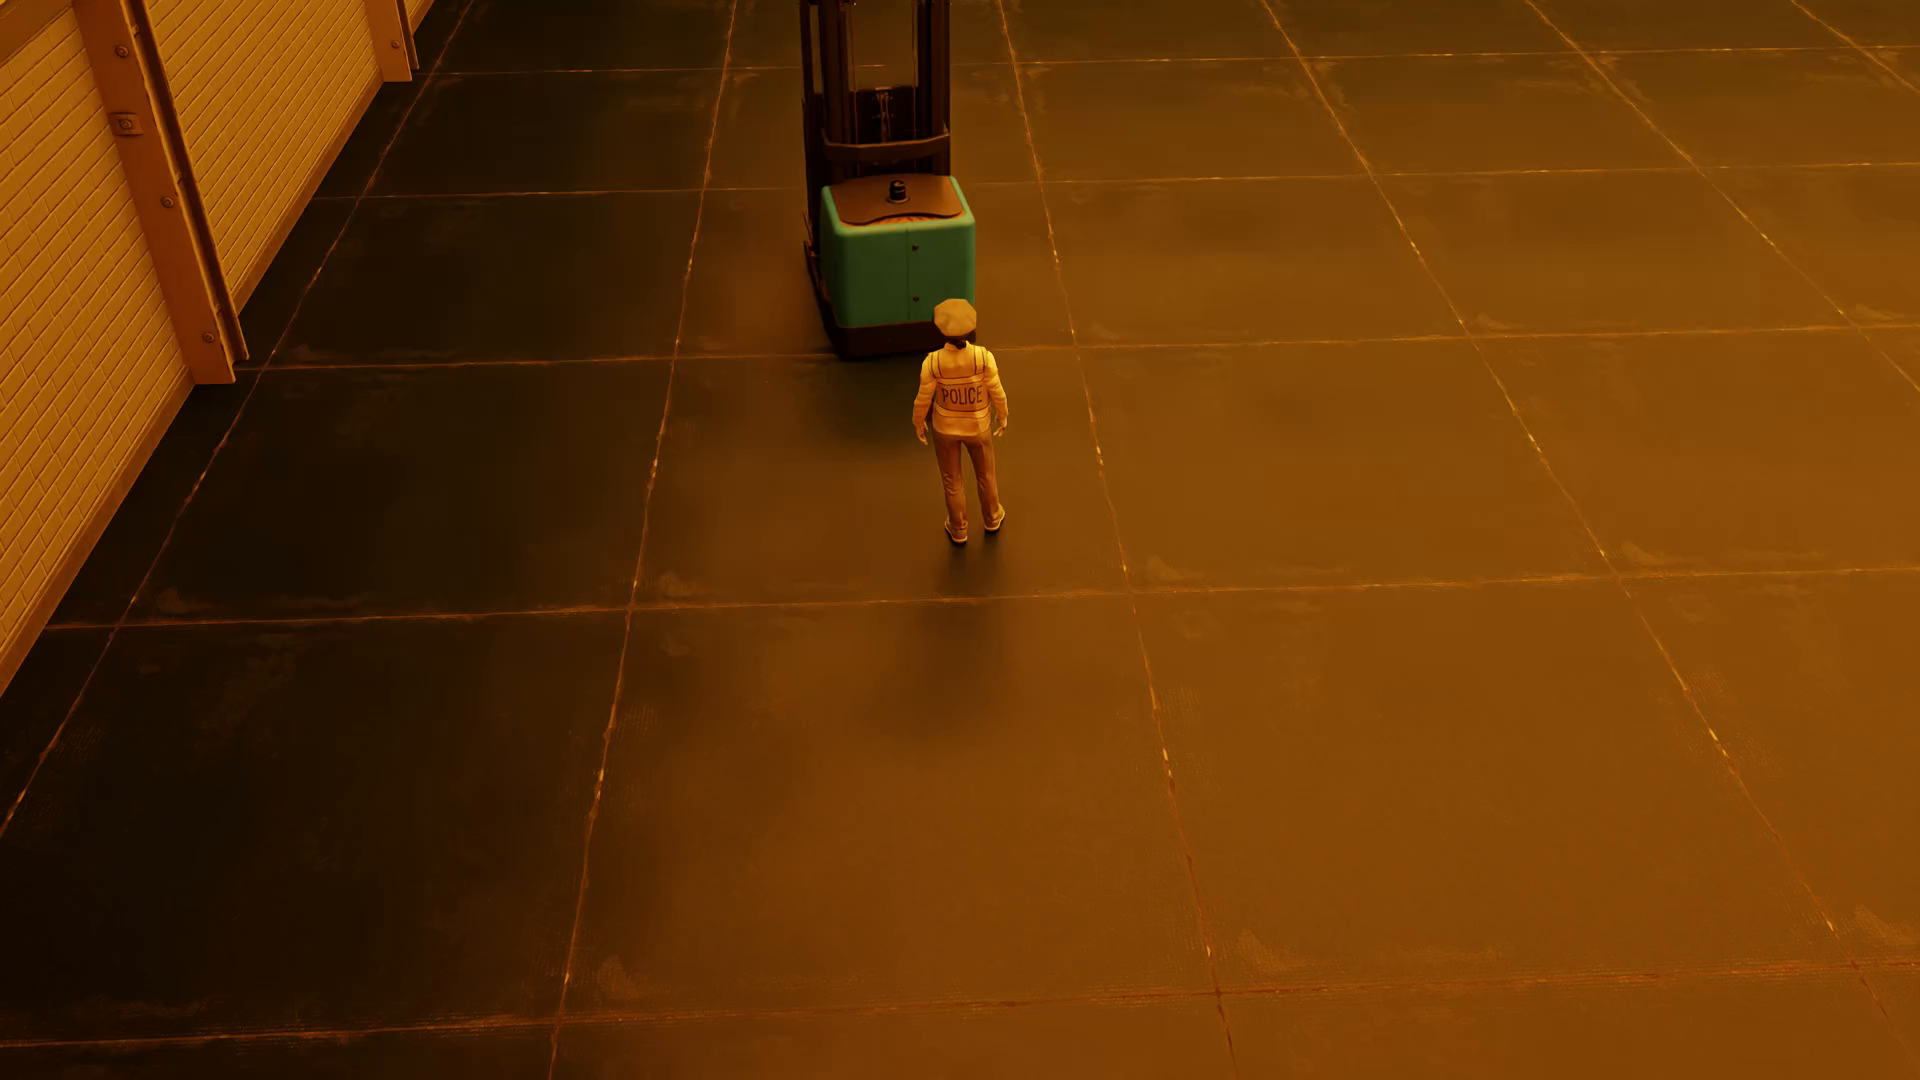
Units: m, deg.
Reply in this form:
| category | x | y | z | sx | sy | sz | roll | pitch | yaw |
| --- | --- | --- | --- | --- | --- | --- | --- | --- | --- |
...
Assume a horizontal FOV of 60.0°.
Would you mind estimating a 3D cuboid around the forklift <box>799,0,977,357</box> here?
| category | x | y | z | sx | sy | sz | roll | pitch | yaw |
| --- | --- | --- | --- | --- | --- | --- | --- | --- | --- |
| forklift | -0.666 | -3.397 | 12.674 | 1.130 | 2.935 | 3.031 | -7 | 37 | -9 |

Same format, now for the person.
| category | x | y | z | sx | sy | sz | roll | pitch | yaw |
| --- | --- | --- | --- | --- | --- | --- | --- | --- | --- |
| person | 0.004 | -0.732 | 10.053 | 0.586 | 1.694 | 0.530 | -2 | 36 | -2 |
